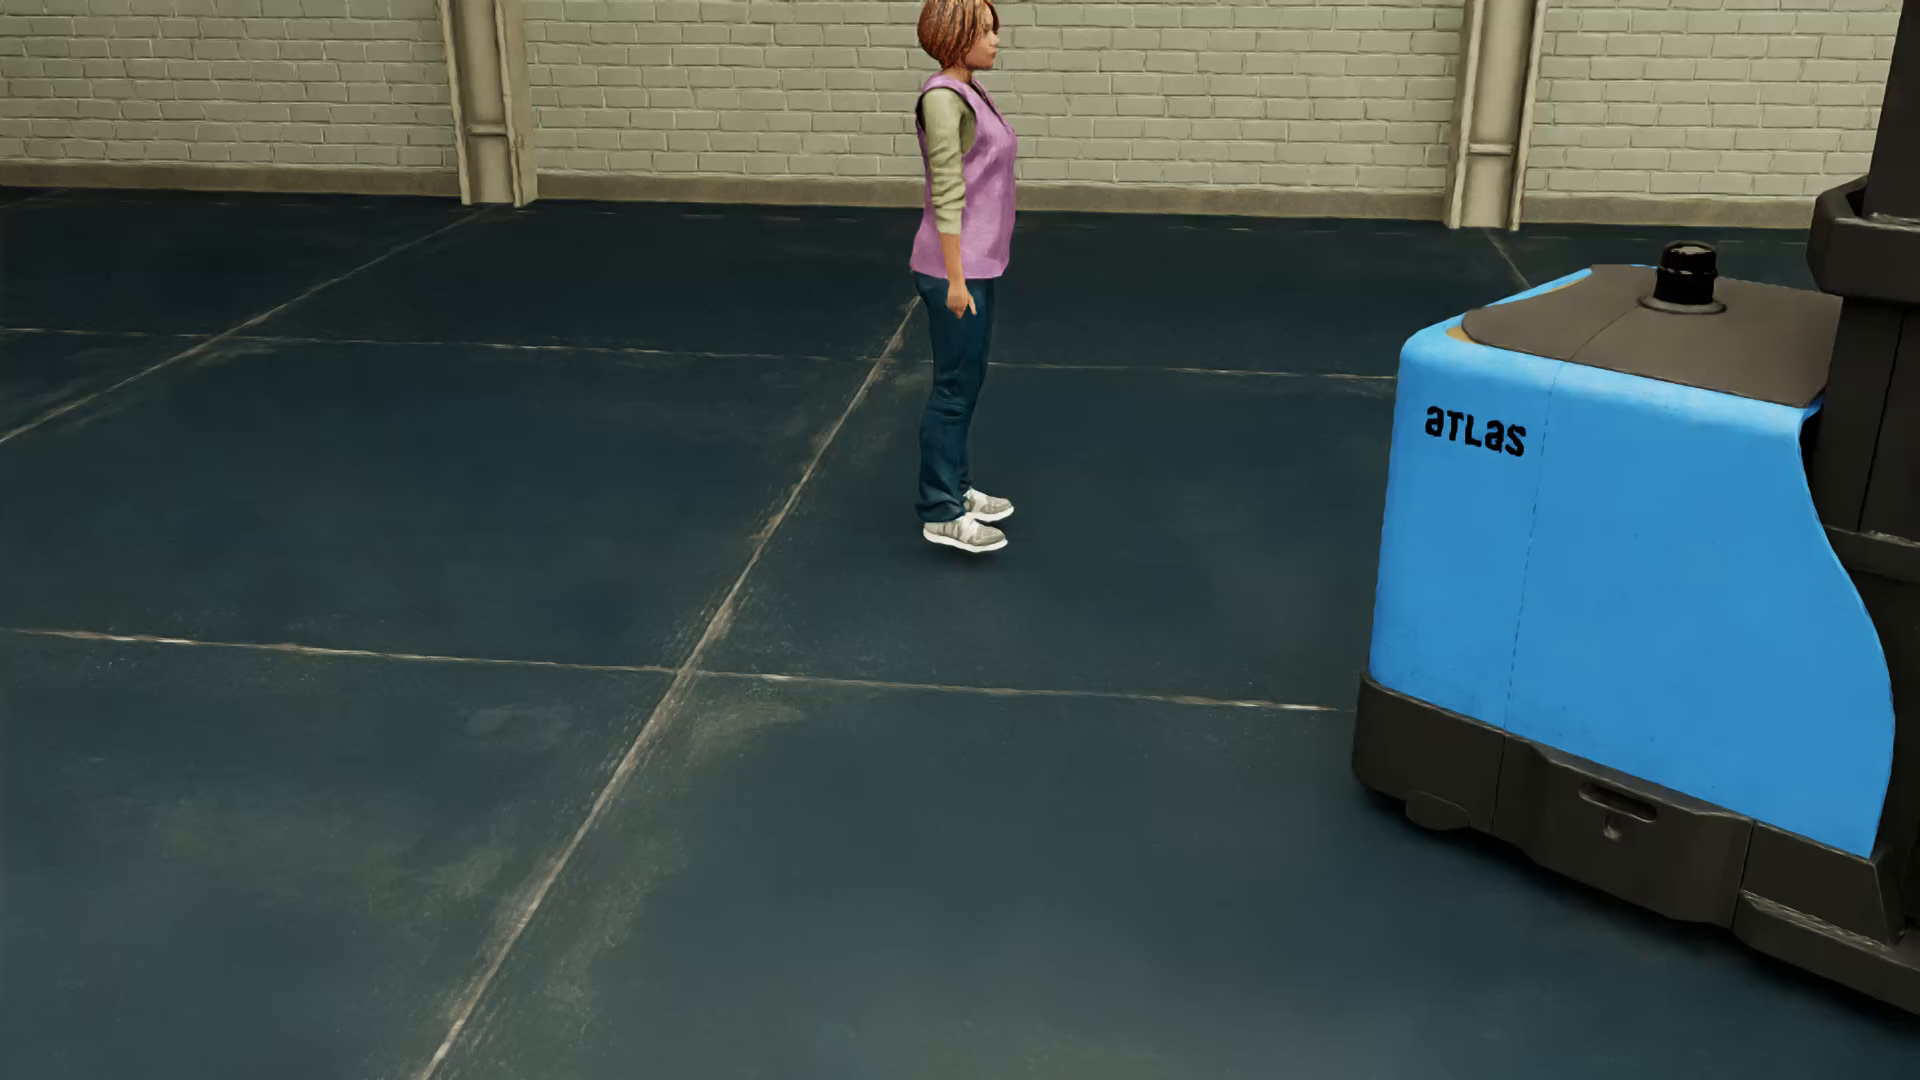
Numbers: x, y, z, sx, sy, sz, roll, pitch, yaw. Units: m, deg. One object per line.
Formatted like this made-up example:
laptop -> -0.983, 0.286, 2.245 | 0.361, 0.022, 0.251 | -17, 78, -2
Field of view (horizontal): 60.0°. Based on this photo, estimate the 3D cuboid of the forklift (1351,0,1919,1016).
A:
forklift -> 2.288, -0.528, 2.563 | 3.031, 2.935, 1.130 | 20, 29, 40

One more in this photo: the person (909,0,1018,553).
person -> 0.009, -0.779, 4.863 | 0.311, 1.603, 0.405 | 3, 22, 7
